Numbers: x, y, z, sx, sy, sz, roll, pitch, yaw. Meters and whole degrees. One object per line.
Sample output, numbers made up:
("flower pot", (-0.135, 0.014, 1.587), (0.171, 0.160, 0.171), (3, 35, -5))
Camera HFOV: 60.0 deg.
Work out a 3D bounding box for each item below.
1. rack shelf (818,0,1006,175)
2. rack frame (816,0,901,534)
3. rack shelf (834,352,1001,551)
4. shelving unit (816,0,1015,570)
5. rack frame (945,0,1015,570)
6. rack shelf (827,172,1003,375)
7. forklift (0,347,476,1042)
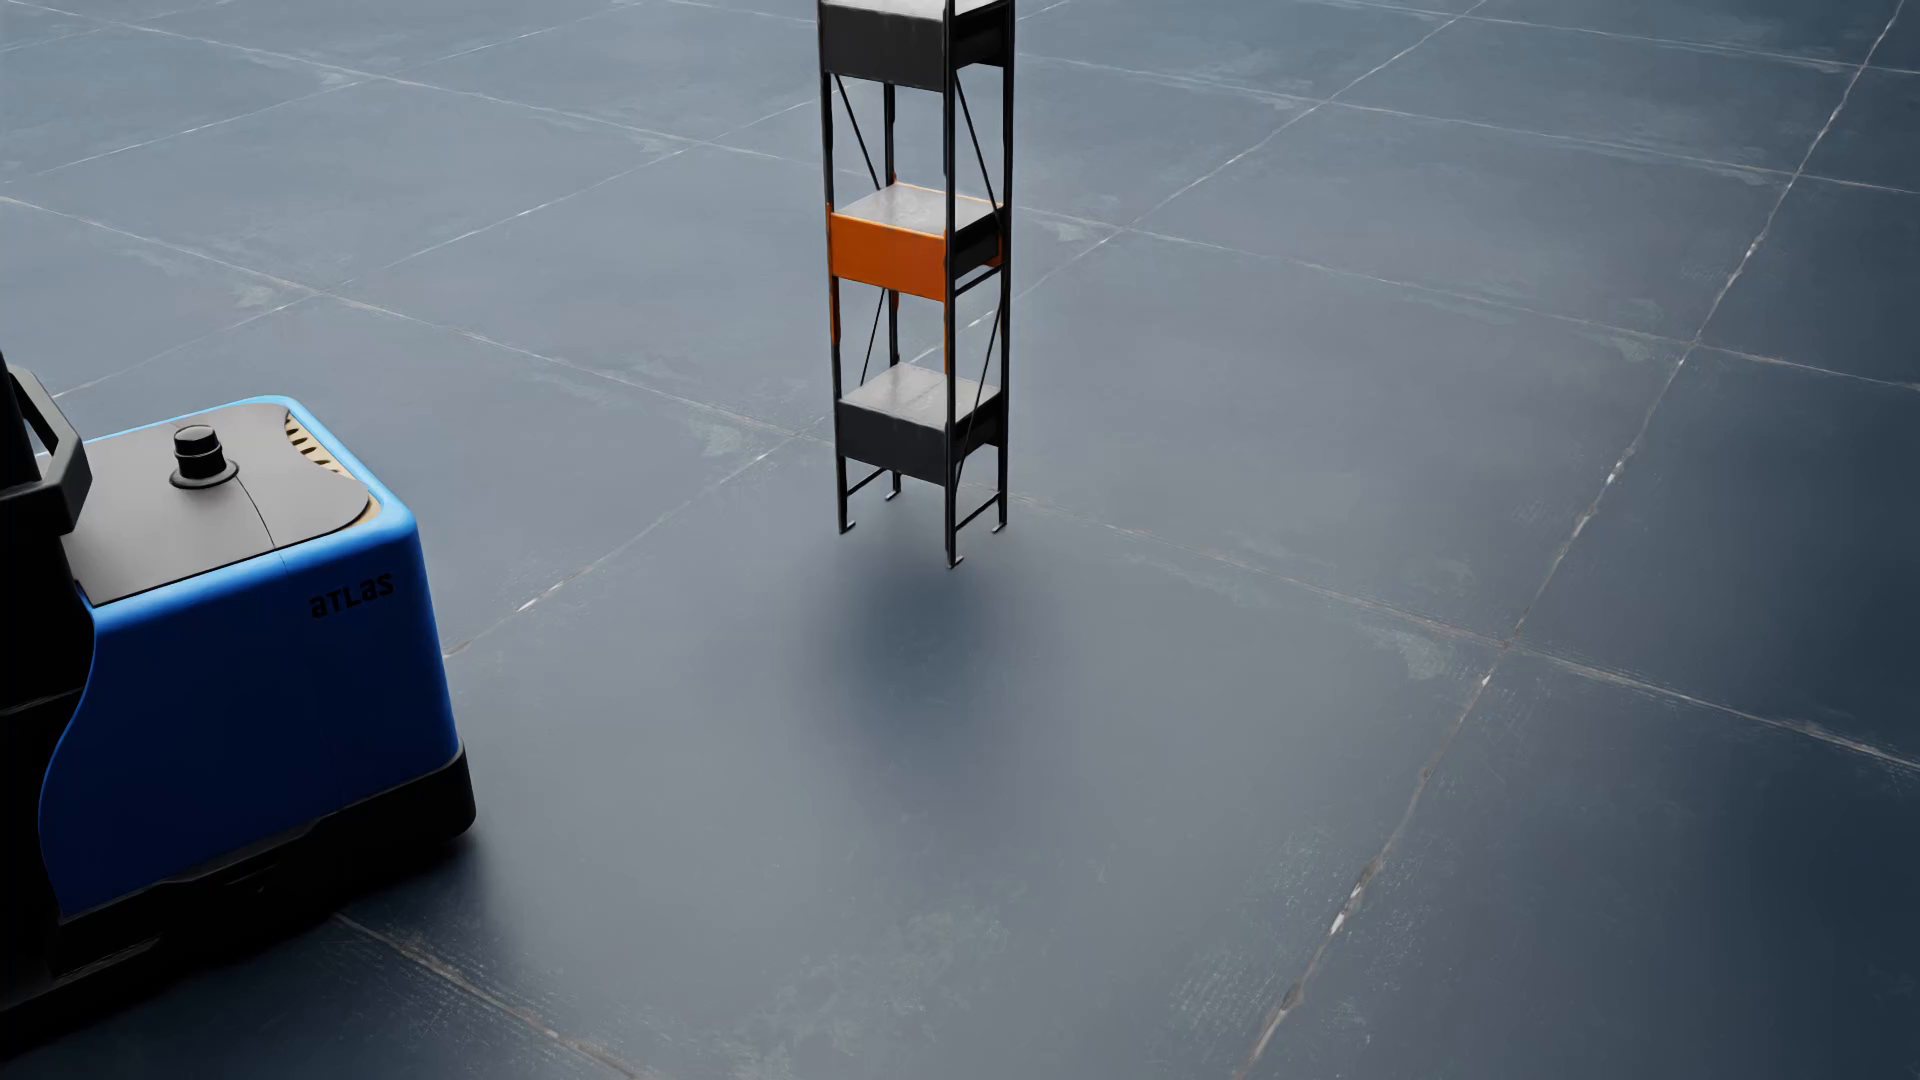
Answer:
("rack shelf", (-0.140, -1.544, 5.451), (0.480, 0.518, 0.431), (18, 35, 27))
("rack frame", (-0.347, -1.017, 5.909), (0.015, 2.100, 0.400), (18, 35, 27))
("rack shelf", (-0.140, -0.335, 6.157), (0.480, 0.518, 0.431), (18, 35, 27))
("shelving unit", (-0.140, -0.951, 5.797), (0.503, 2.100, 0.431), (18, 35, 27))
("rack frame", (0.066, -0.886, 5.685), (0.015, 2.100, 0.400), (18, 35, 27))
("rack shelf", (-0.140, -0.940, 5.804), (0.480, 0.518, 0.431), (18, 35, 27))
("forklift", (-2.854, -0.136, 3.574), (3.031, 2.935, 1.130), (-22, 37, -32))
